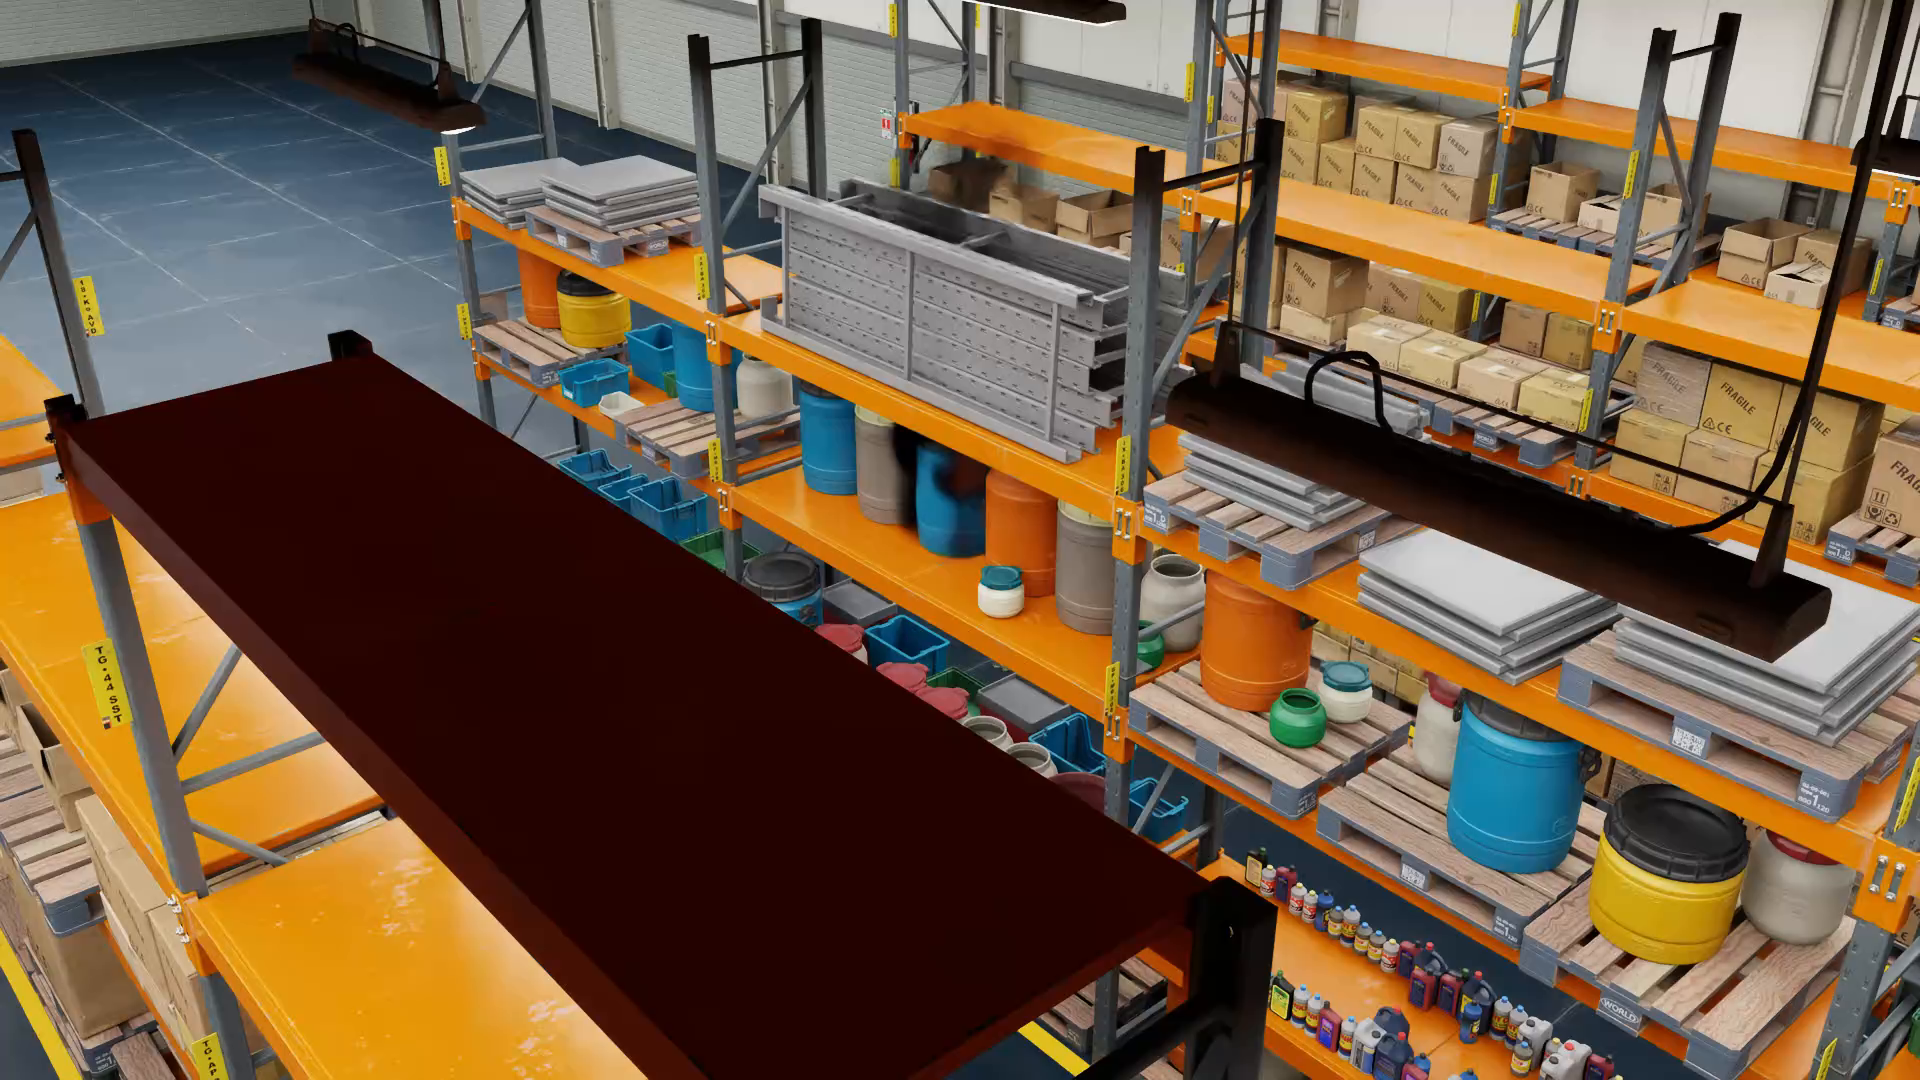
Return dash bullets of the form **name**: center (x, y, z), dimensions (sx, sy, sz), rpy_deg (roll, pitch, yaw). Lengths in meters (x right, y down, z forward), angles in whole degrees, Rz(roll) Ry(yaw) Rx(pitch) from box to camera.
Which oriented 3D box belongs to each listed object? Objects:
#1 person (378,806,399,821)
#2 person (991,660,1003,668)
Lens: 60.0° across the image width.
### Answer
- **person**: center (-4.007, 2.252, 11.200), dimensions (0.902, 1.742, 0.653), rpy_deg (20, 33, 34)
- **person**: center (0.640, 0.520, 14.789), dimensions (0.804, 1.628, 0.546), rpy_deg (22, 34, 36)
